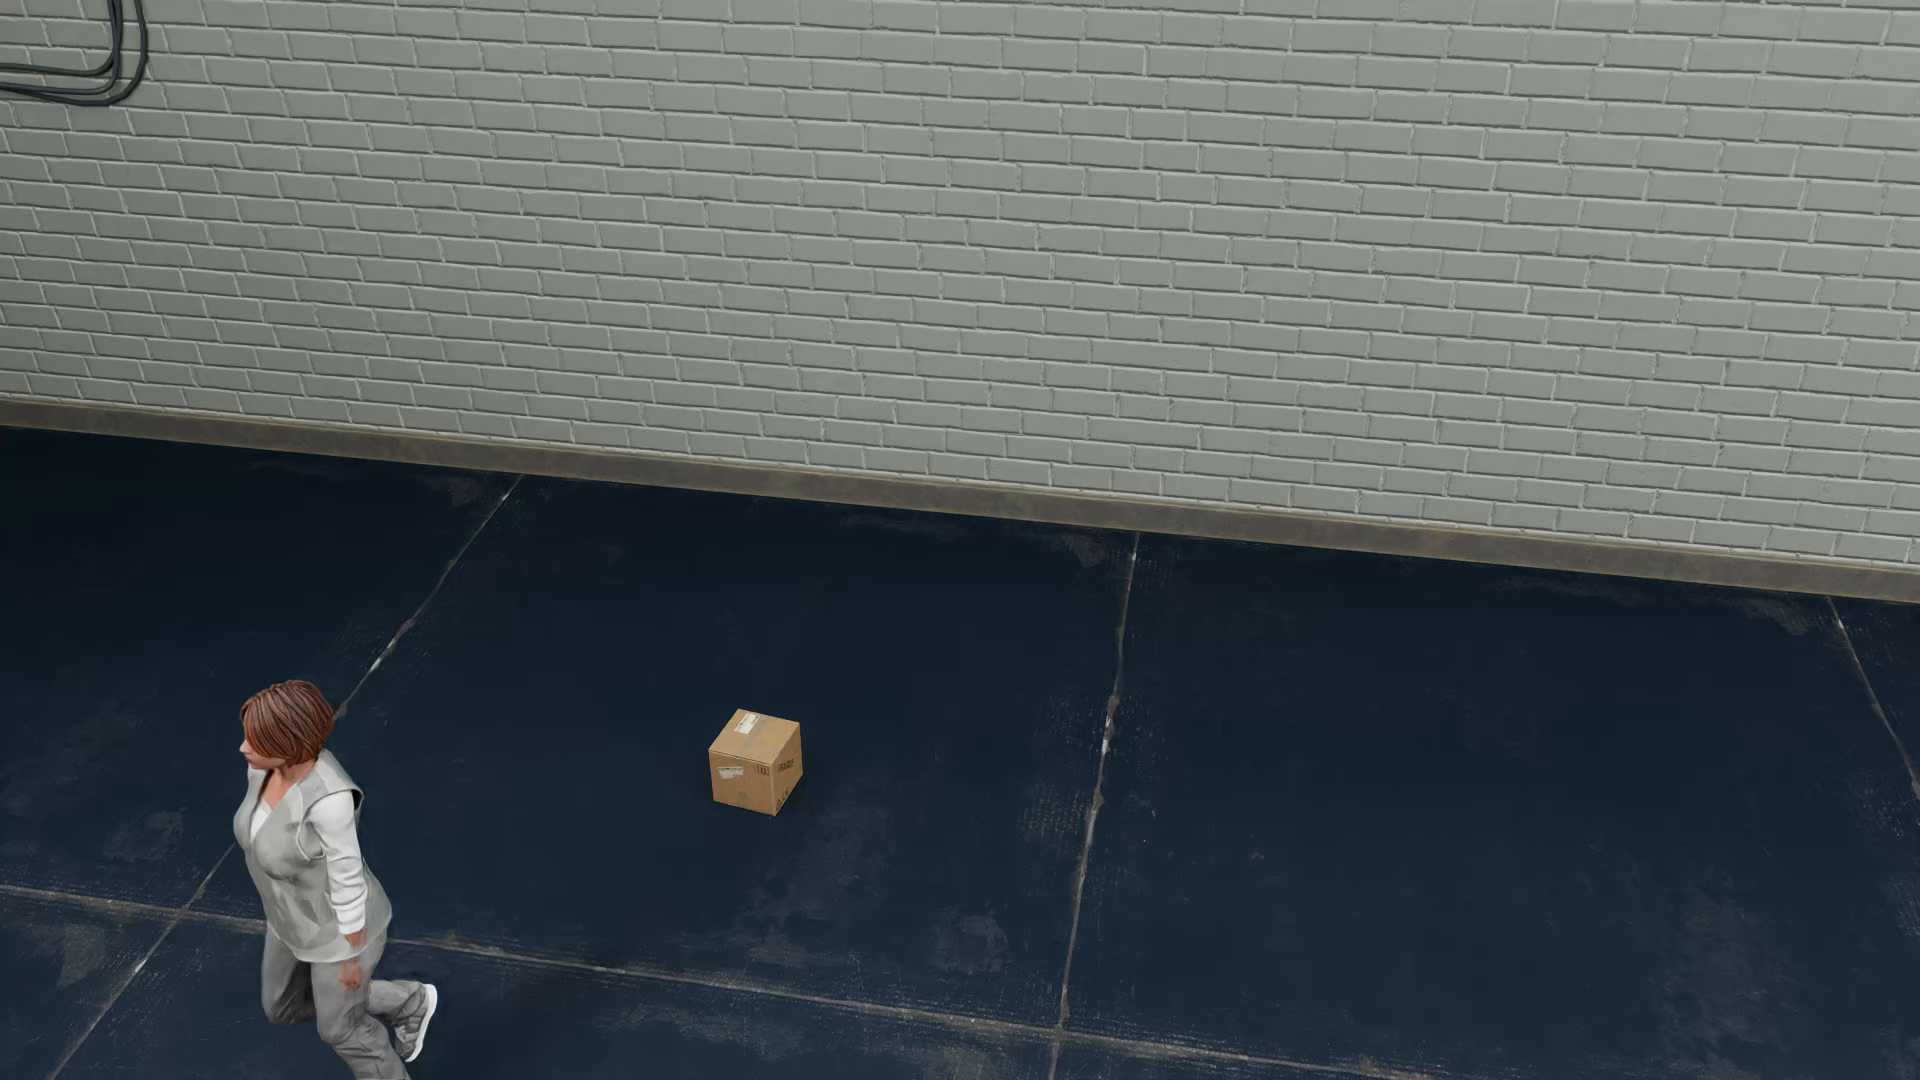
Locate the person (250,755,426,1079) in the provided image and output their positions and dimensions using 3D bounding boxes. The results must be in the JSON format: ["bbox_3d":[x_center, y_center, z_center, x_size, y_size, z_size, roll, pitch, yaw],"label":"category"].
[{"bbox_3d":[-1.696,1.103,4.566,0.406,1.271,0.429,27,42,36],"label":"person"}]
